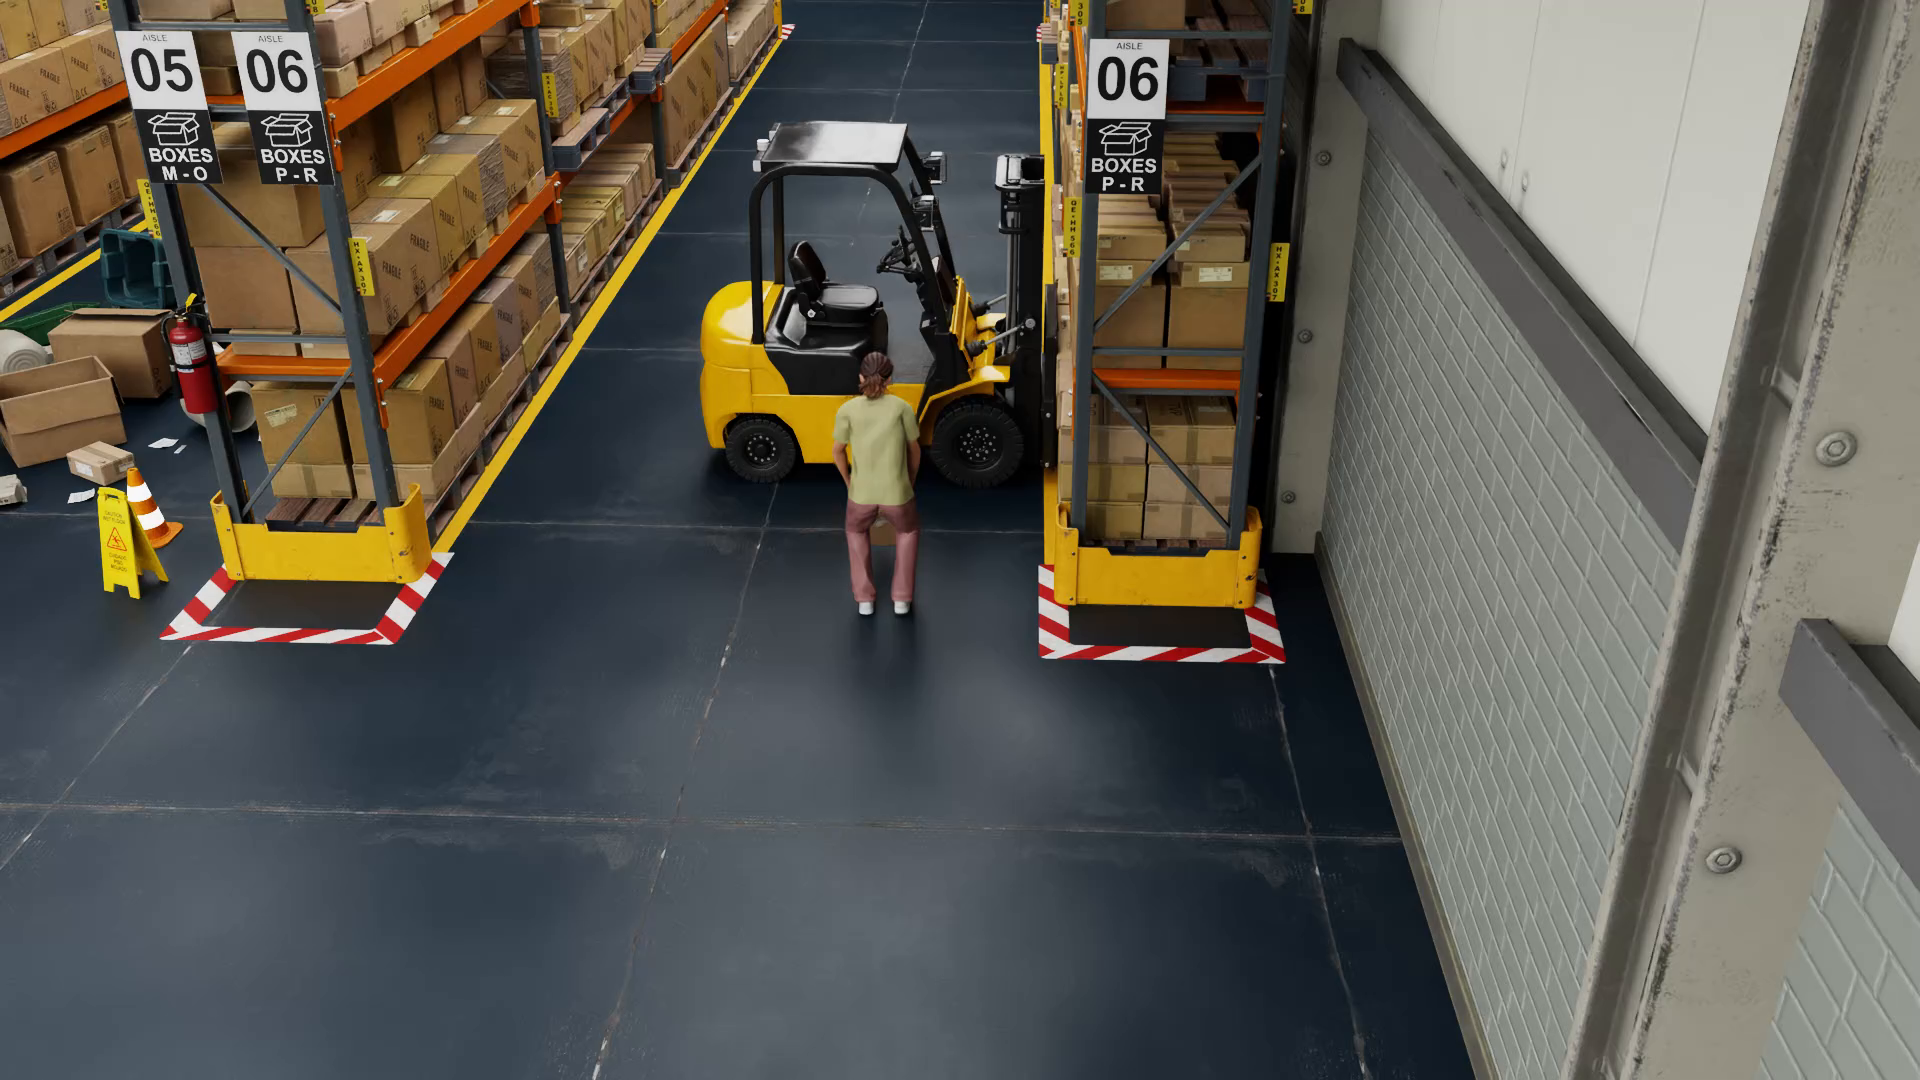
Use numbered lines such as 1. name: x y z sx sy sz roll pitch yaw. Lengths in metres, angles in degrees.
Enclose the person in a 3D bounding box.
1. person: -0.469 -0.297 9.383 0.502 1.493 0.550 1 28 2
